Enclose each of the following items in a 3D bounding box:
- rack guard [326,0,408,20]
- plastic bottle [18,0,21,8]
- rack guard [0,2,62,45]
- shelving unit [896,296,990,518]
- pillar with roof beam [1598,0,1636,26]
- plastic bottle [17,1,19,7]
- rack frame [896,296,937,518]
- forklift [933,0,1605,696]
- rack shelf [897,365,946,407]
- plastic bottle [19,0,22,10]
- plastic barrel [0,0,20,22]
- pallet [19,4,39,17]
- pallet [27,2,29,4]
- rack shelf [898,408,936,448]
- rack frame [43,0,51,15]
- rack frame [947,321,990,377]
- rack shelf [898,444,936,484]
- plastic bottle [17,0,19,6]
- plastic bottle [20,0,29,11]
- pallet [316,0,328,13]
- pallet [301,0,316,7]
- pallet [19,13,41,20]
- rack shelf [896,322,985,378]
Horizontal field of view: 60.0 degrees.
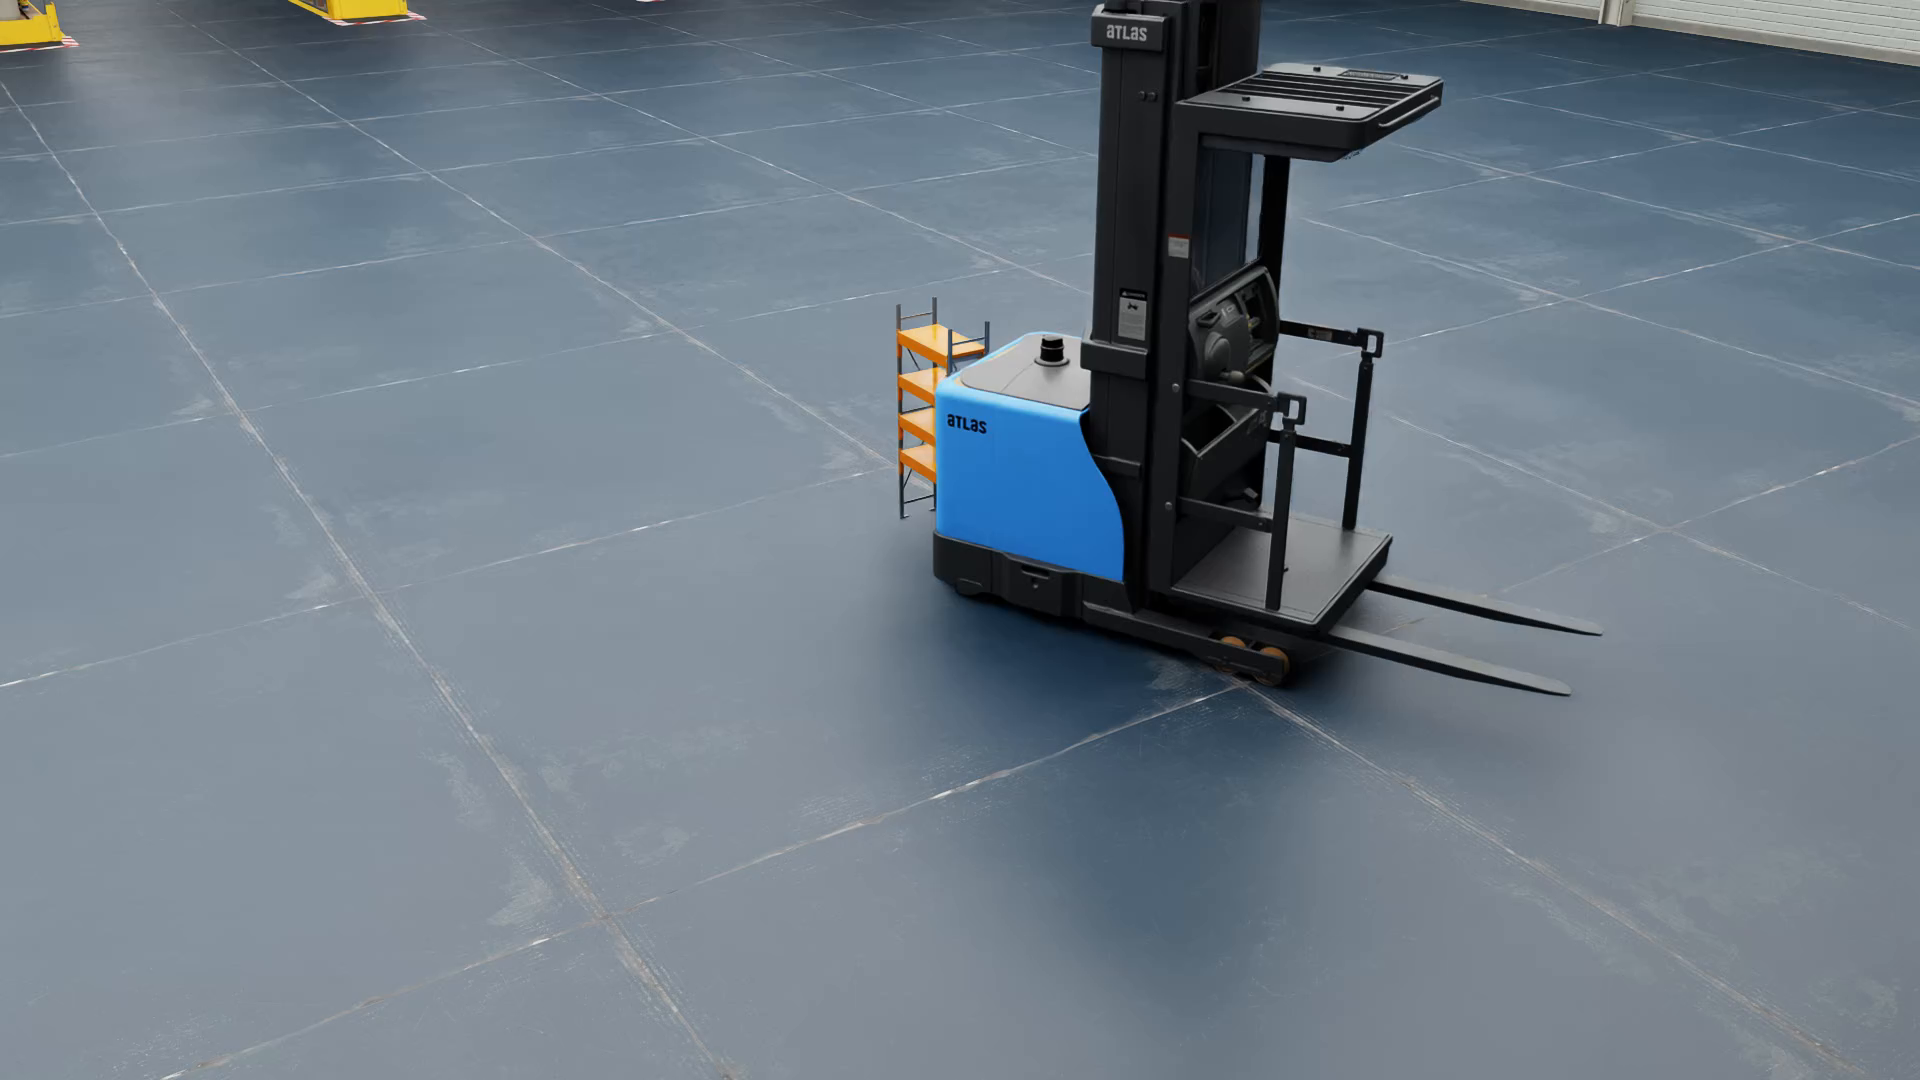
[{"bbox_3d":[-9.372,-8.539,26.253,1.175,0.500,0.348,-16,29,-30],"label":"rack guard"},{"bbox_3d":[-14.396,-8.297,25.492,0.097,0.271,0.097,0,25,0],"label":"plastic bottle"},{"bbox_3d":[-13.561,-7.374,23.784,1.175,0.500,0.348,-16,29,-30],"label":"rack guard"},{"bbox_3d":[-0.090,-0.602,8.619,0.258,1.200,0.503,-16,29,-30],"label":"shelving unit"},{"bbox_3d":[6.448,-10.986,21.481,9.100,9.000,0.400,-16,29,-30],"label":"pillar with roof beam"},{"bbox_3d":[-14.505,-8.336,25.658,0.097,0.201,0.097,0,25,0],"label":"plastic bottle"},{"bbox_3d":[-0.224,-0.689,8.804,0.240,1.200,0.015,-16,29,-30],"label":"rack frame"},{"bbox_3d":[1.396,-0.939,7.305,3.031,2.935,1.130,14,29,28],"label":"forklift"},{"bbox_3d":[-0.090,-0.743,8.552,0.258,0.148,0.480,-16,29,-30],"label":"rack shelf"},{"bbox_3d":[-14.266,-8.180,25.326,0.097,0.201,0.097,0,25,0],"label":"plastic bottle"},{"bbox_3d":[-13.904,-7.770,24.119,0.421,0.512,0.421,0,25,0],"label":"plastic barrel"},{"bbox_3d":[-14.662,-7.971,25.388,1.003,0.211,1.213,-16,29,-30],"label":"pallet"},{"bbox_3d":[-15.332,-8.408,26.313,1.003,0.211,1.213,-16,29,-30],"label":"pallet"},{"bbox_3d":[-0.090,-0.541,8.648,0.258,0.148,0.480,-16,29,-30],"label":"rack shelf"},{"bbox_3d":[-13.480,-8.488,23.216,1.000,3.000,0.127,-16,29,-30],"label":"rack frame"},{"bbox_3d":[0.043,-0.515,8.434,0.240,1.200,0.015,-16,29,-30],"label":"rack frame"},{"bbox_3d":[-0.090,-0.361,8.733,0.258,0.148,0.480,-16,29,-30],"label":"rack shelf"},{"bbox_3d":[-14.451,-8.333,25.568,0.097,0.271,0.097,0,25,0],"label":"plastic bottle"},{"bbox_3d":[-14.209,-8.174,25.233,0.097,0.271,0.097,0,25,0],"label":"plastic bottle"},{"bbox_3d":[-9.786,-8.707,26.947,1.003,0.211,1.213,-16,29,-30],"label":"pallet"},{"bbox_3d":[-10.448,-9.143,27.871,1.003,0.211,1.213,-16,29,-30],"label":"pallet"},{"bbox_3d":[-14.000,-7.535,24.464,1.003,0.211,1.213,-16,29,-30],"label":"pallet"},{"bbox_3d":[-0.090,-0.957,8.452,0.258,0.148,0.480,-16,29,-30],"label":"rack shelf"}]
